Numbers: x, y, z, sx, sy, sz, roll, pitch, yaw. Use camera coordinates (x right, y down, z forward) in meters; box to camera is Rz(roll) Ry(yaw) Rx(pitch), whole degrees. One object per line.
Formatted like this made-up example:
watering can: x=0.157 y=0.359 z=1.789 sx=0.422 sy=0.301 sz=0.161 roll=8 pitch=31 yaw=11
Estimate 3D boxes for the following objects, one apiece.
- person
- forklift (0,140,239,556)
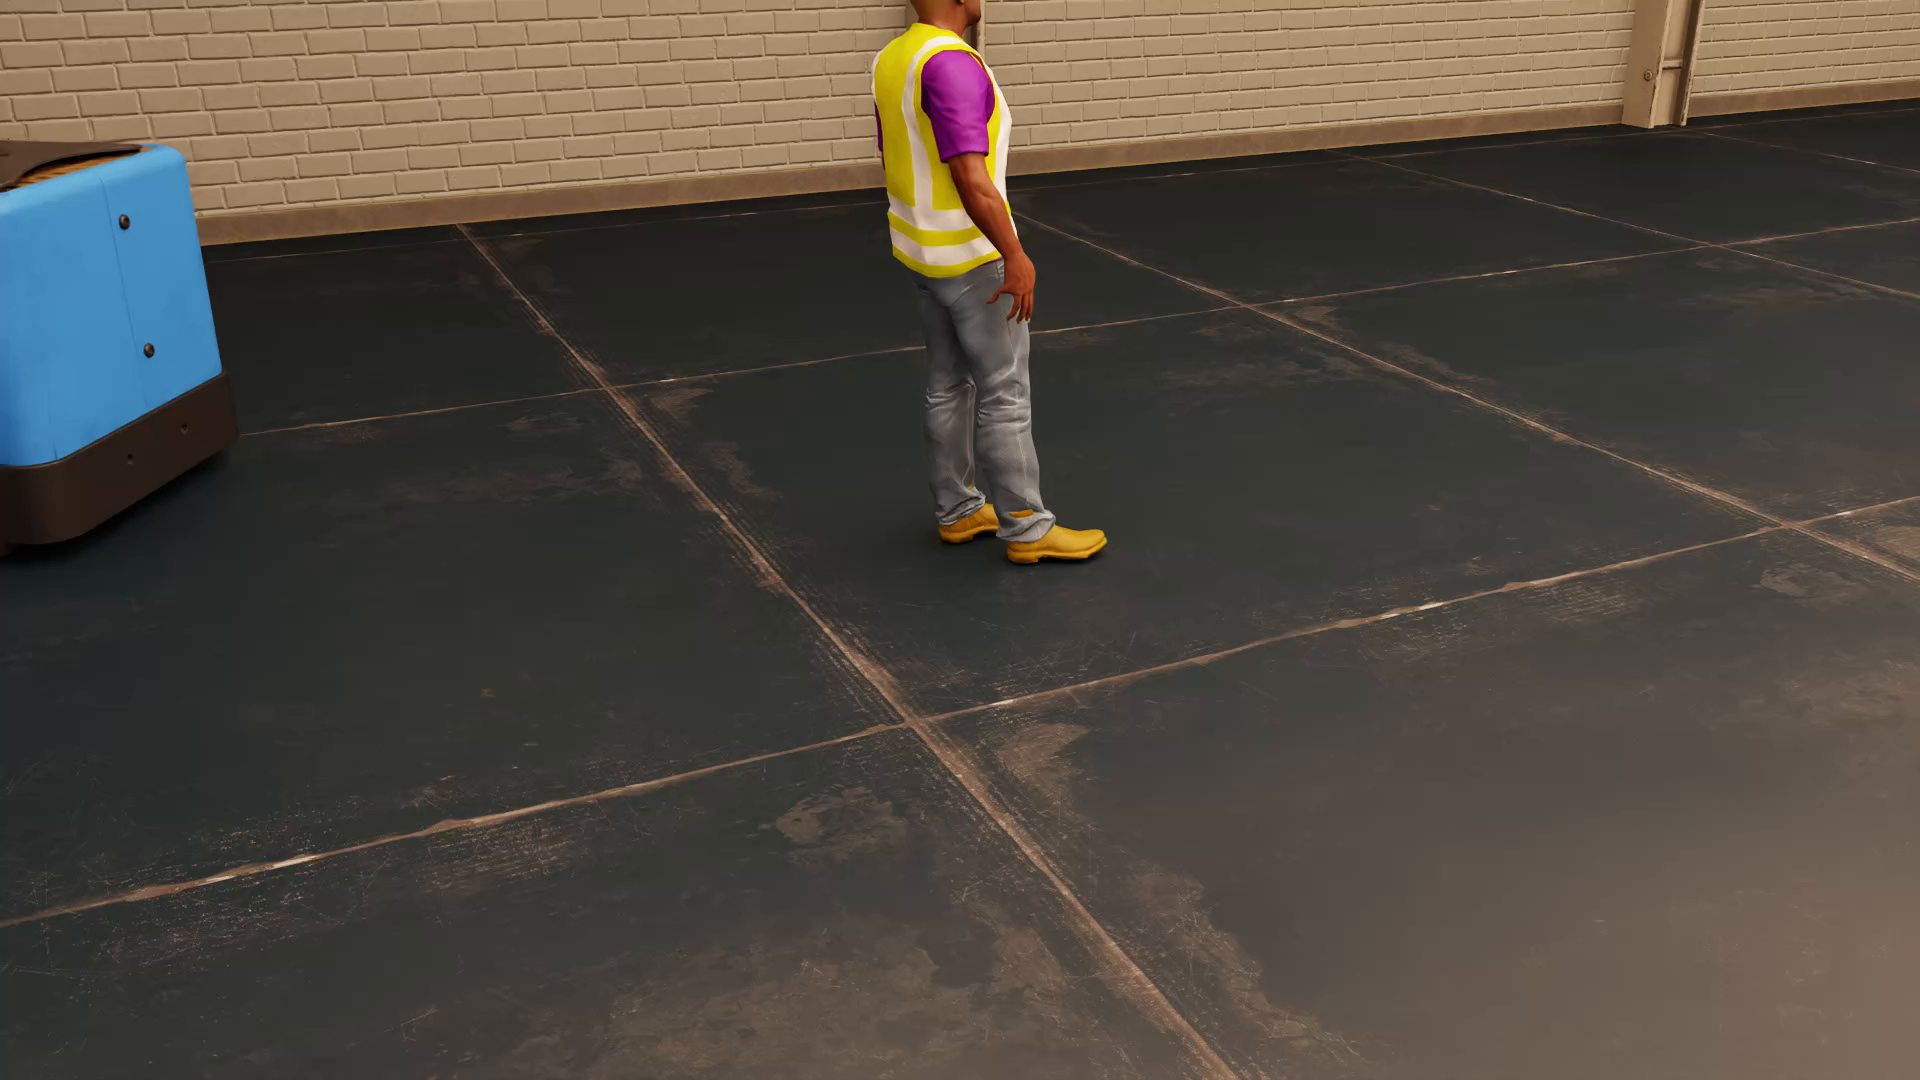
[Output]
person: x=0.065 y=-0.832 z=4.787 sx=0.577 sy=1.765 sz=0.666 roll=-10 pitch=25 yaw=-23
forklift: x=-4.058 y=-1.543 z=5.001 sx=3.031 sy=2.935 sz=1.130 roll=3 pitch=23 yaw=7
